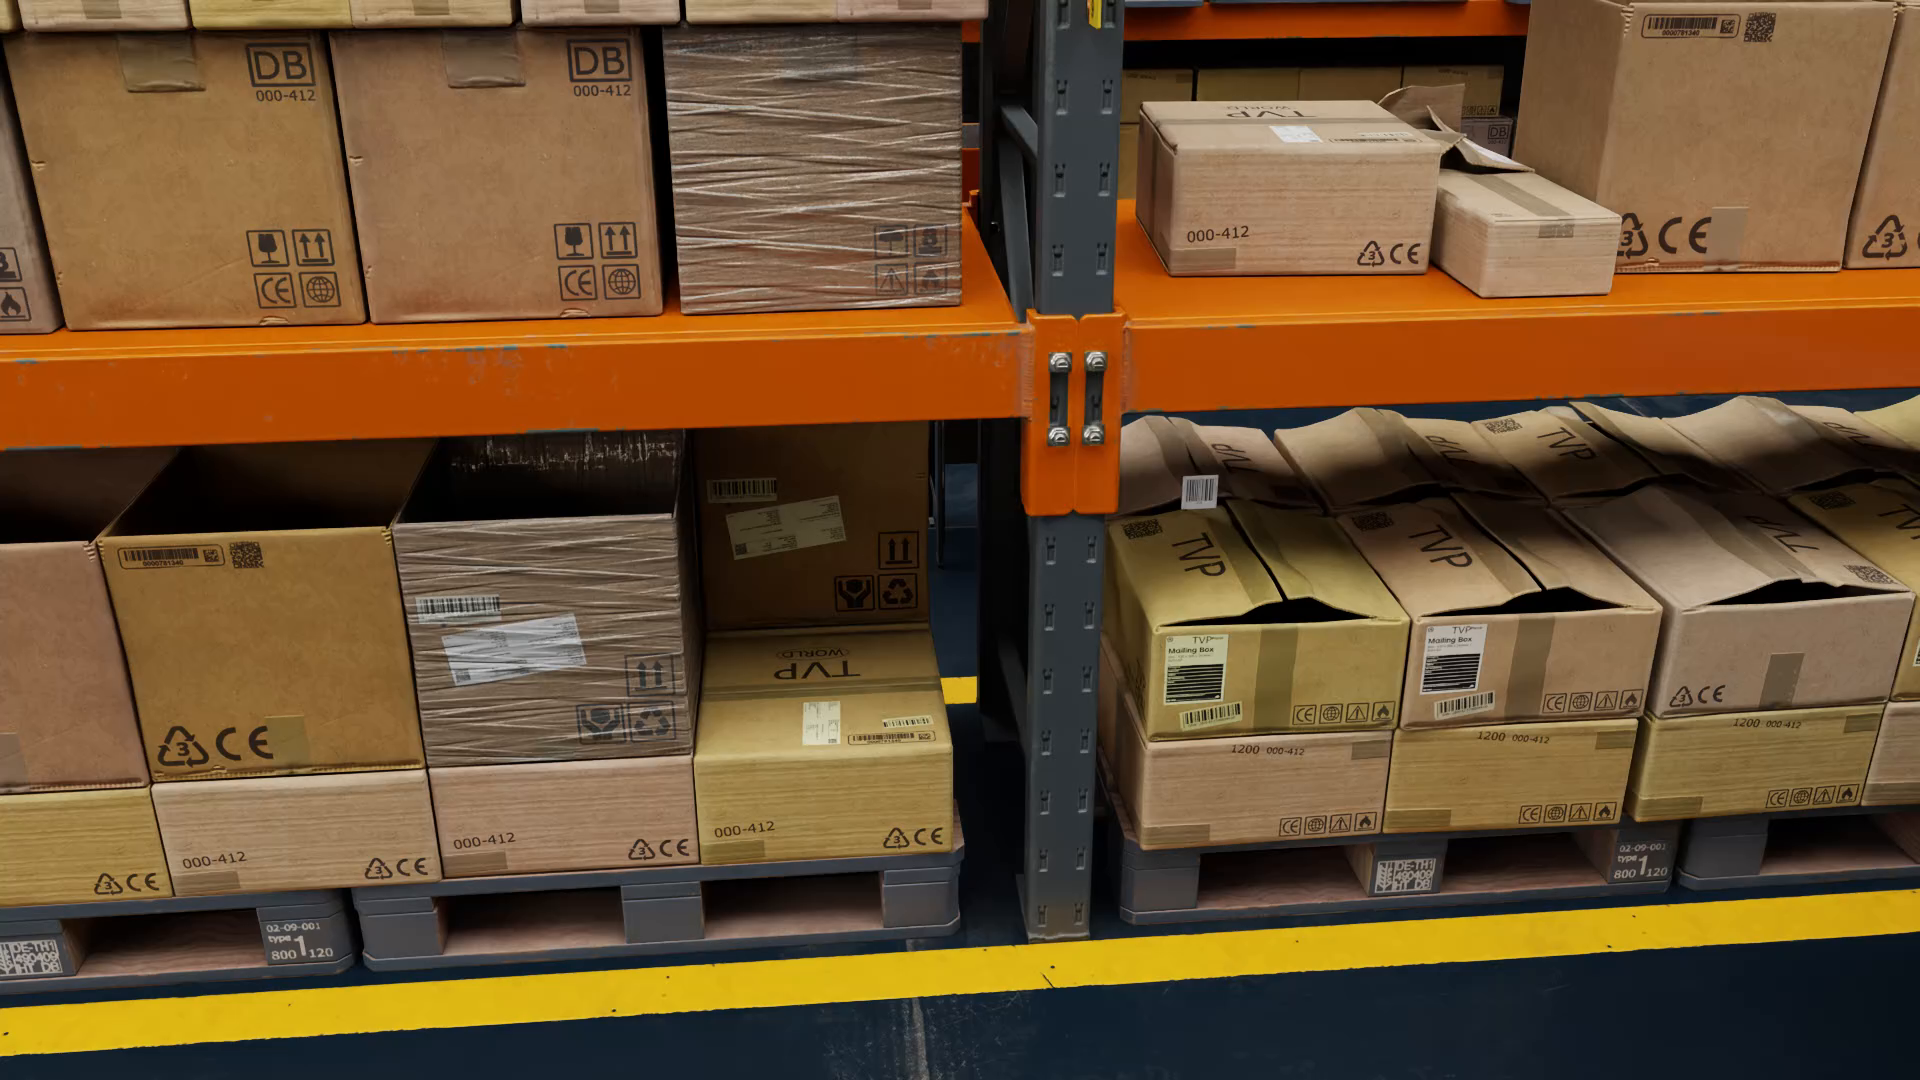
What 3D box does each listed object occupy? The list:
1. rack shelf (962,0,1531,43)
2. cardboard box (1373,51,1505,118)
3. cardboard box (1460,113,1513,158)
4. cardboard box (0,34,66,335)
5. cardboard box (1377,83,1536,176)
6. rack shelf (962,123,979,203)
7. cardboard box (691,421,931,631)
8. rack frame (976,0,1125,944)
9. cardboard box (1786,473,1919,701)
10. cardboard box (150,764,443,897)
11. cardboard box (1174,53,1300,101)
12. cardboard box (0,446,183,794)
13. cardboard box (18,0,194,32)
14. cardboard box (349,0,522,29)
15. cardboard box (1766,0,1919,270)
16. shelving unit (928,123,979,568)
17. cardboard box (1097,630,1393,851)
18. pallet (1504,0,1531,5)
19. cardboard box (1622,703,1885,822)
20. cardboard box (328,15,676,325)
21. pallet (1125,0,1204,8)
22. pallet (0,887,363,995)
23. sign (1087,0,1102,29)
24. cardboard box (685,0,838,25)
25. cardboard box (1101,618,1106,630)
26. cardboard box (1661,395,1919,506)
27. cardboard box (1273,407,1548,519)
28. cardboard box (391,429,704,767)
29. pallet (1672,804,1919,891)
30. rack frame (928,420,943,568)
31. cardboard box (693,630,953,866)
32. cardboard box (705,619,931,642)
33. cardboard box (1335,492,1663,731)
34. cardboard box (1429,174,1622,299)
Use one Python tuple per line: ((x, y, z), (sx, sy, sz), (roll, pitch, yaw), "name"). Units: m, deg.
((1.654, -2.503, 8.075), (4.000, 0.370, 1.077), (-2, 24, -5), "rack shelf")
((2.359, -2.266, 8.268), (0.500, 0.250, 0.500), (-2, 24, -4), "cardboard box")
((2.408, -1.947, 8.474), (0.500, 0.500, 0.700), (-2, 24, -5), "cardboard box")
((-1.821, -0.712, 3.037), (0.500, 0.500, 0.700), (-2, 24, -4), "cardboard box")
((1.011, -0.798, 3.518), (0.258, 0.266, 0.396), (-3, 24, -6), "cardboard box")
((0.165, -0.954, 4.844), (0.480, 0.518, 0.431), (-2, 24, -5), "rack shelf")
((-0.338, -0.136, 3.808), (0.500, 0.500, 0.500), (-2, 24, -5), "cardboard box")
((0.154, -0.750, 3.245), (0.127, 3.000, 1.000), (-2, 24, -5), "rack frame")
((2.119, 0.081, 3.554), (0.500, 0.311, 0.500), (-2, 24, -4), "cardboard box")
((-1.281, 0.463, 3.383), (0.500, 0.250, 0.500), (-2, 24, -5), "cardboard box")
((1.349, -2.231, 8.189), (0.500, 0.250, 0.500), (-3, 24, -7), "cardboard box")
((-1.778, 0.141, 3.184), (0.500, 0.500, 0.500), (-2, 24, -5), "cardboard box")
((-1.359, -0.945, 2.761), (0.250, 0.149, 0.380), (-2, 24, -4), "cardboard box")
((-0.864, -0.963, 2.803), (0.250, 0.149, 0.380), (-2, 24, -5), "cardboard box")
((1.942, -0.861, 3.371), (0.500, 0.500, 0.500), (-2, 24, -5), "cardboard box")
((0.165, -0.966, 4.838), (0.503, 2.100, 0.431), (-2, 24, -5), "shelving unit")
((0.580, 0.399, 3.529), (0.500, 0.250, 0.500), (-3, 24, -6), "cardboard box")
((2.945, -2.753, 7.986), (1.003, 0.211, 1.213), (-2, 24, -5), "pallet")
((1.604, 0.357, 3.622), (0.500, 0.250, 0.500), (-3, 24, -7), "cardboard box")
((-0.811, -0.752, 3.125), (0.500, 0.500, 0.700), (-3, 24, -6), "cardboard box")
((0.438, -2.636, 7.724), (1.213, 0.211, 1.003), (-2, 24, -5), "pallet")
((-1.859, 0.589, 3.665), (1.213, 0.211, 1.003), (-2, 24, -5), "pallet")
((0.210, -0.958, 2.548), (0.005, 0.325, 0.100), (-2, 24, -5), "sign")
((-0.342, -0.986, 2.853), (0.250, 0.149, 0.380), (-3, 24, -6), "cardboard box")
((0.538, 0.181, 4.019), (0.500, 0.250, 0.500), (-3, 24, -6), "cardboard box")
((2.043, -0.135, 4.038), (0.500, 0.311, 0.500), (-3, 24, -6), "cardboard box")
((1.046, -0.097, 3.953), (0.500, 0.311, 0.500), (-2, 24, -4), "cardboard box")
((-0.785, 0.094, 3.291), (0.500, 0.500, 0.500), (-2, 24, -5), "cardboard box")
((2.100, 0.429, 4.025), (1.213, 0.211, 1.003), (-2, 24, -5), "pallet")
((-0.078, -0.956, 4.816), (0.015, 2.100, 0.400), (-2, 24, -5), "rack frame")
((-0.286, 0.421, 3.477), (0.500, 0.250, 0.500), (-2, 24, -5), "cardboard box")
((-0.337, 0.210, 3.952), (0.500, 0.250, 0.500), (-2, 24, -5), "cardboard box")
((1.088, 0.125, 3.455), (0.500, 0.311, 0.500), (-3, 24, -6), "cardboard box")
((1.056, -0.588, 3.189), (0.250, 0.149, 0.380), (-2, 24, -5), "cardboard box")
